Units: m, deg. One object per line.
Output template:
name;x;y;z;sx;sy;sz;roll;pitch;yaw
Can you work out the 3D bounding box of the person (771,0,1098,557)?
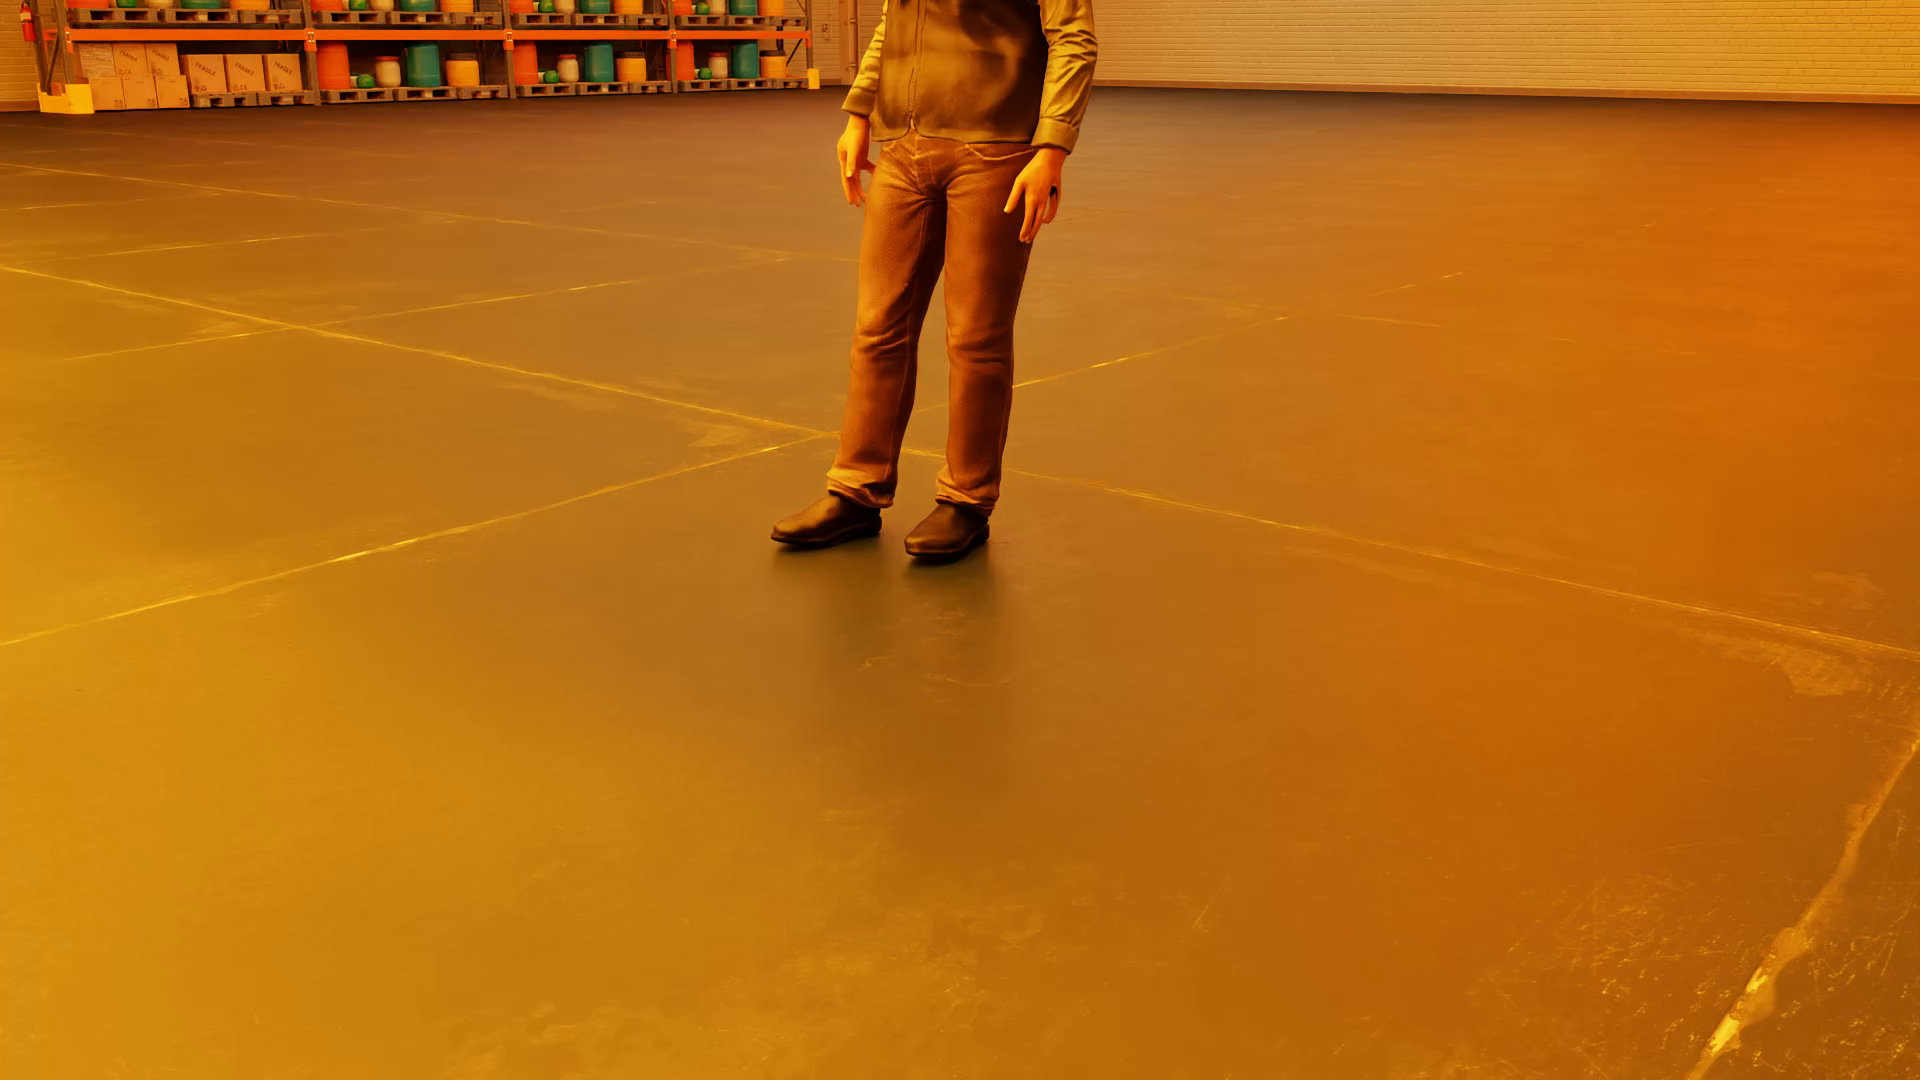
person;-0.046;-0.818;3.649;0.632;1.720;0.568;13;21;37
